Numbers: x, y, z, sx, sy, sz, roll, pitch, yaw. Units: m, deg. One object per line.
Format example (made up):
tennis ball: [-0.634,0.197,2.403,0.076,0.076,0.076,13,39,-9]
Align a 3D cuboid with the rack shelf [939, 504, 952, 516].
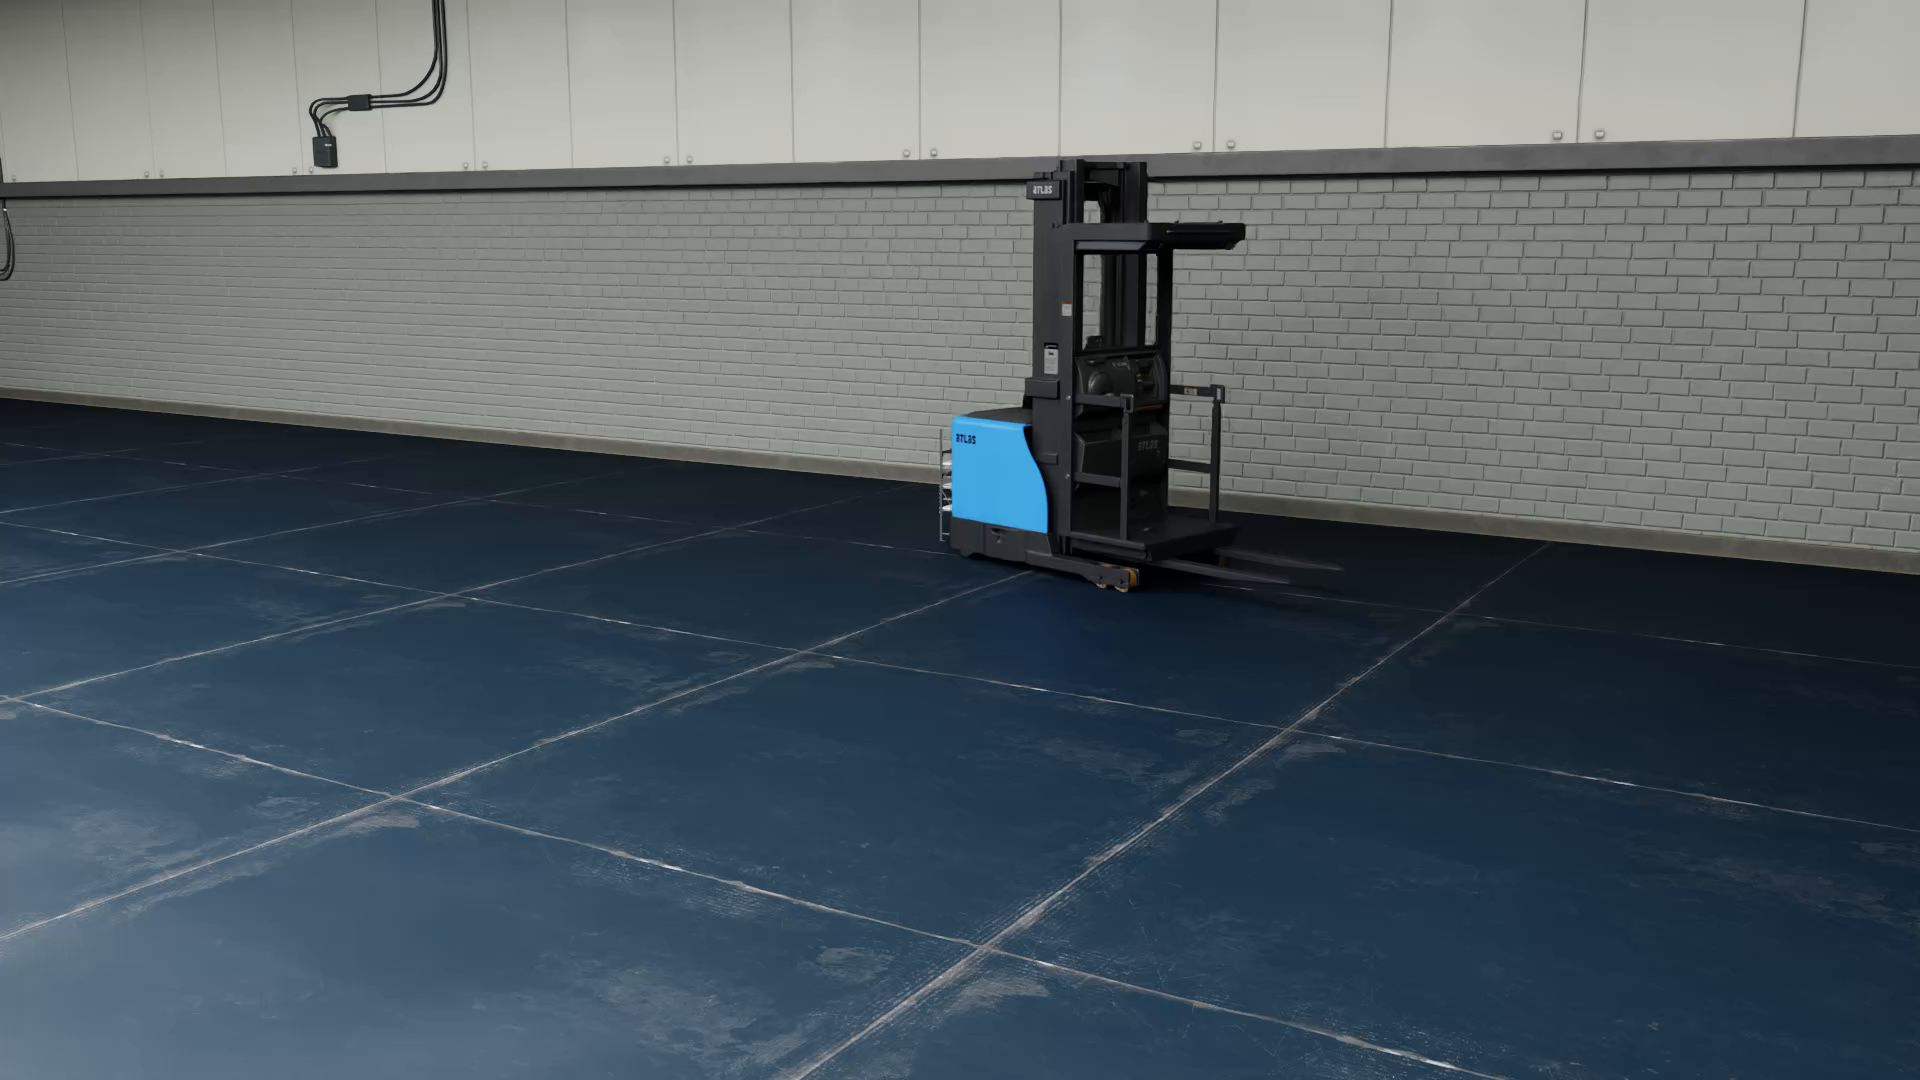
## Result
rack shelf: [-0.004,-0.231,13.318,0.258,0.077,0.200,6,12,31]

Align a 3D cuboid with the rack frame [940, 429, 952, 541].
rack frame: [-0.057,-0.425,13.194,0.240,0.900,0.006,6,12,31]

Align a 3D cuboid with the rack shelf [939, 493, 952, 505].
rack shelf: [-0.004,-0.320,13.302,0.258,0.077,0.200,6,12,31]

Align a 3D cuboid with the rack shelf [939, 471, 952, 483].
rack shelf: [-0.004,-0.497,13.269,0.258,0.077,0.200,6,12,31]

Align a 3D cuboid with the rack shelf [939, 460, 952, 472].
rack shelf: [-0.004,-0.585,13.252,0.258,0.077,0.200,6,12,31]

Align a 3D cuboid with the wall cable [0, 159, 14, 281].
wall cable: [-14.930,-5.082,24.497,3.097,2.526,0.112,6,12,31]

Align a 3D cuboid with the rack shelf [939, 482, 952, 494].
rack shelf: [-0.004,-0.408,13.285,0.258,0.077,0.200,6,12,31]

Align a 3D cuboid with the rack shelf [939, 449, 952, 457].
rack shelf: [-0.004,-0.674,13.236,0.258,0.077,0.200,6,12,31]

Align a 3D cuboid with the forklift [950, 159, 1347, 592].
forklift: [1.304,-1.187,11.745,1.130,2.935,3.031,-10,15,-43]

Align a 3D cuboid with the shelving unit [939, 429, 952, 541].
shelving unit: [-0.004,-0.441,13.279,0.258,0.900,0.210,6,12,31]
